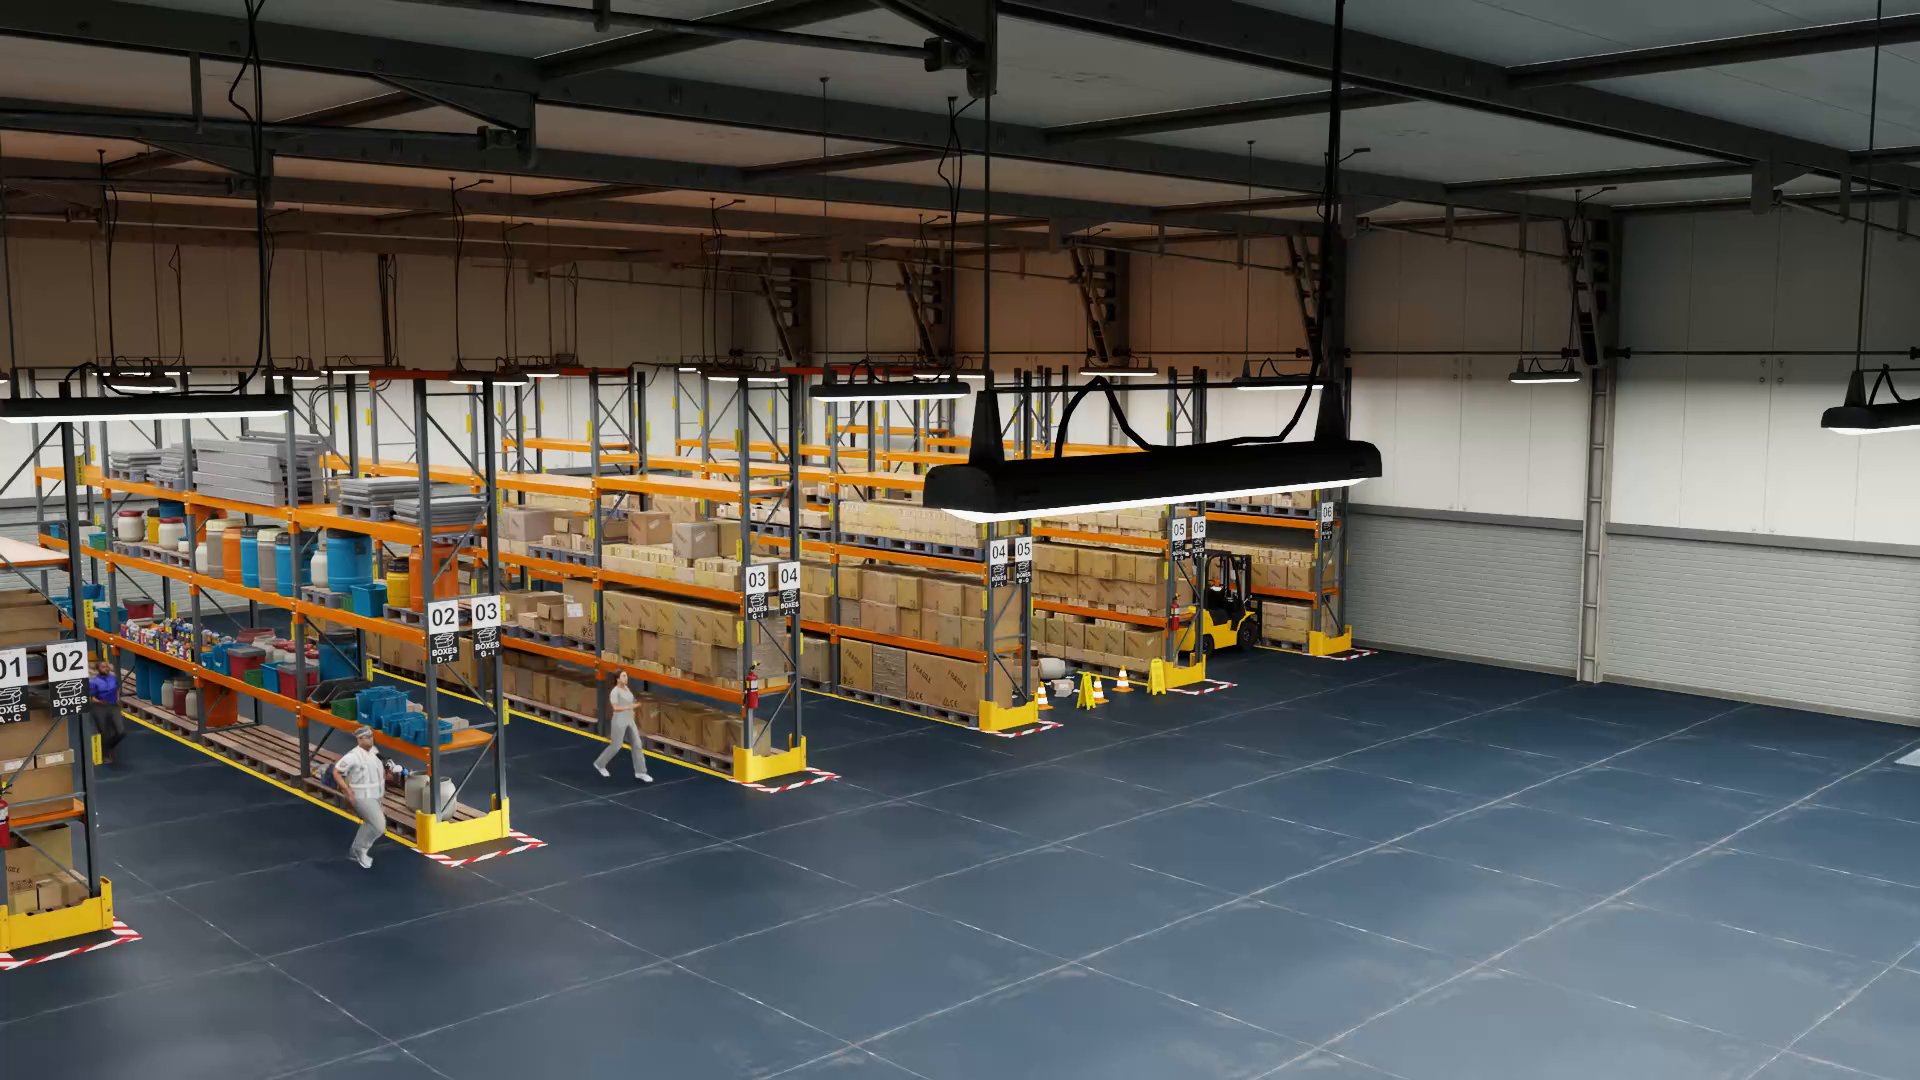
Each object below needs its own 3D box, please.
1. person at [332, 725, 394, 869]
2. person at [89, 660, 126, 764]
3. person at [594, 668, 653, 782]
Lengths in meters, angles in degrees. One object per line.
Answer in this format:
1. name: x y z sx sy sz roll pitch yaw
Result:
1. person: -7.272 3.151 20.463 0.672 1.773 0.637 1 7 13
2. person: -13.063 2.652 25.535 0.542 1.599 0.565 5 8 37
3. person: -4.975 2.712 24.518 0.957 1.667 0.559 3 7 24
